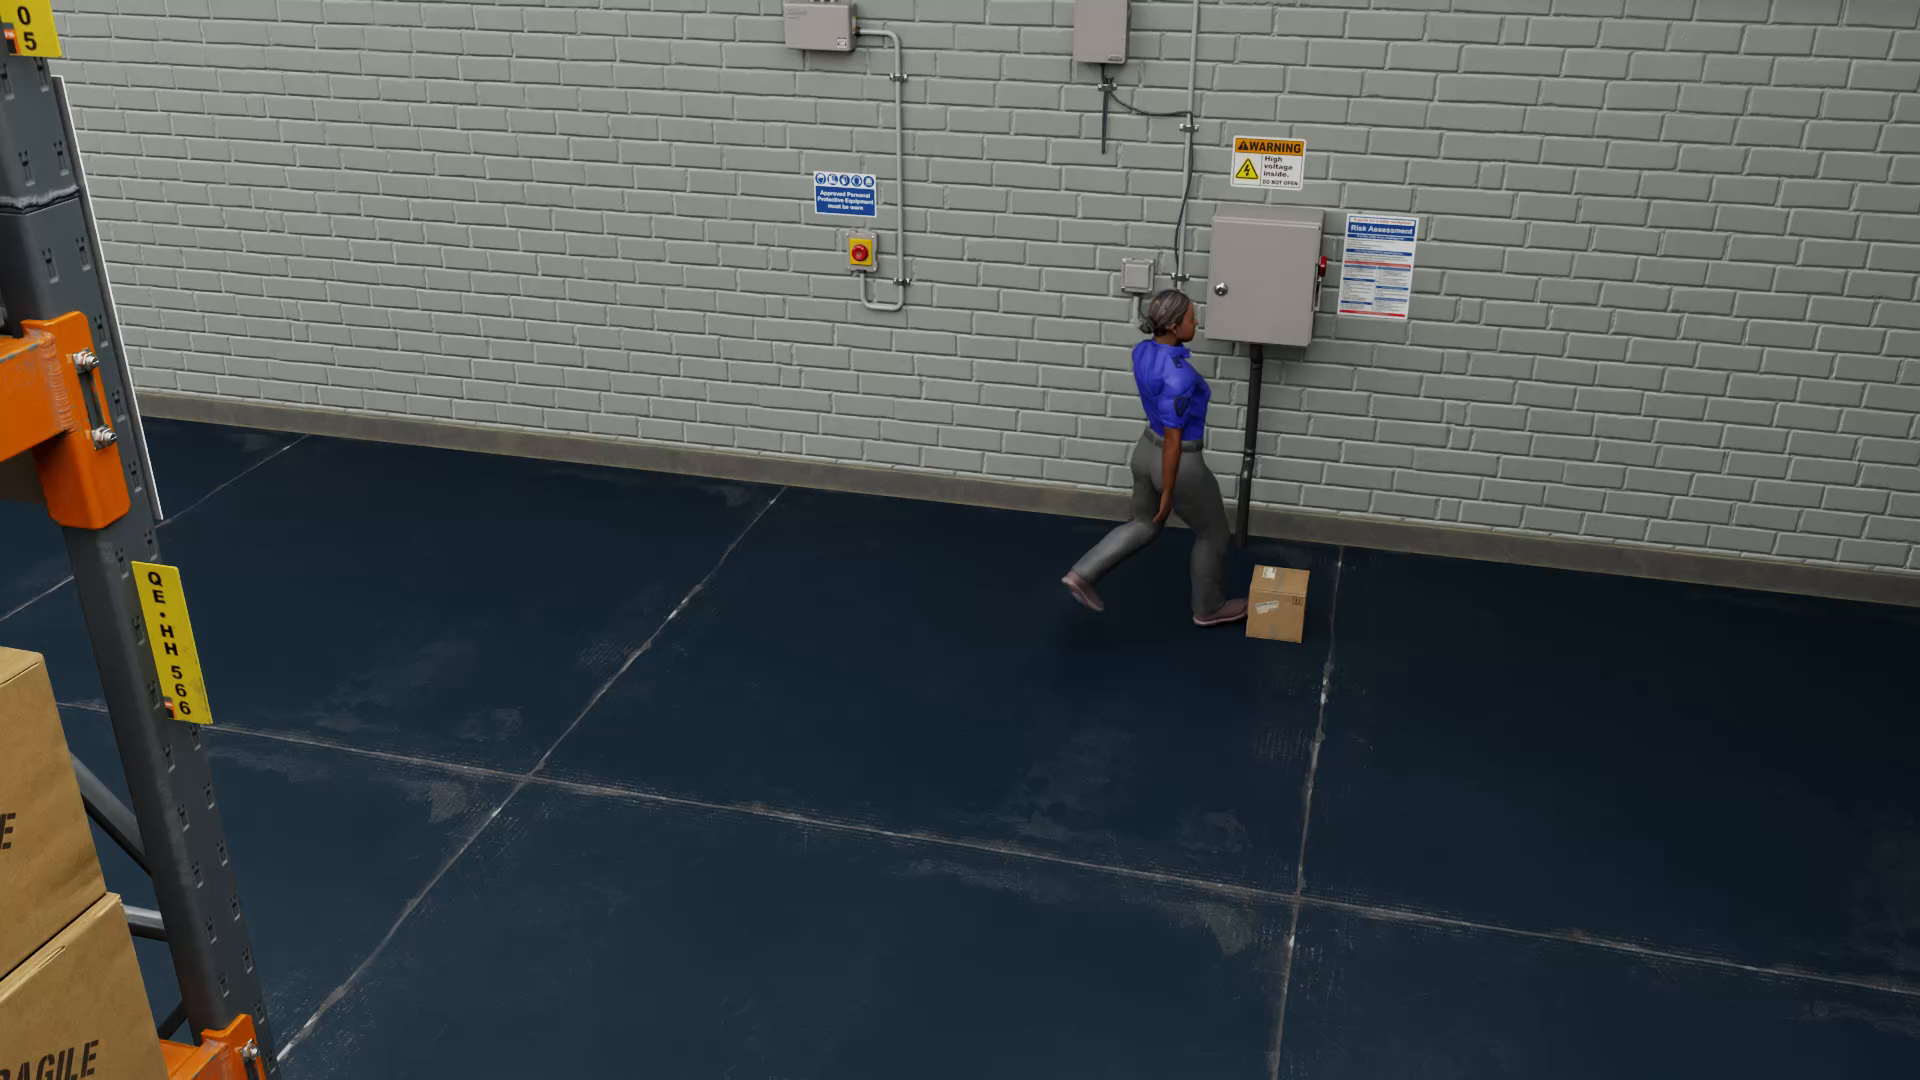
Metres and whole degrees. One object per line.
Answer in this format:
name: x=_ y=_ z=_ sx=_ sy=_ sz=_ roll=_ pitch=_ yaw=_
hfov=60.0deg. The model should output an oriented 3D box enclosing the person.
person: x=0.922 y=-0.335 z=7.328 sx=0.887 sy=1.611 sz=0.449 roll=-12 pitch=28 yaw=-23
